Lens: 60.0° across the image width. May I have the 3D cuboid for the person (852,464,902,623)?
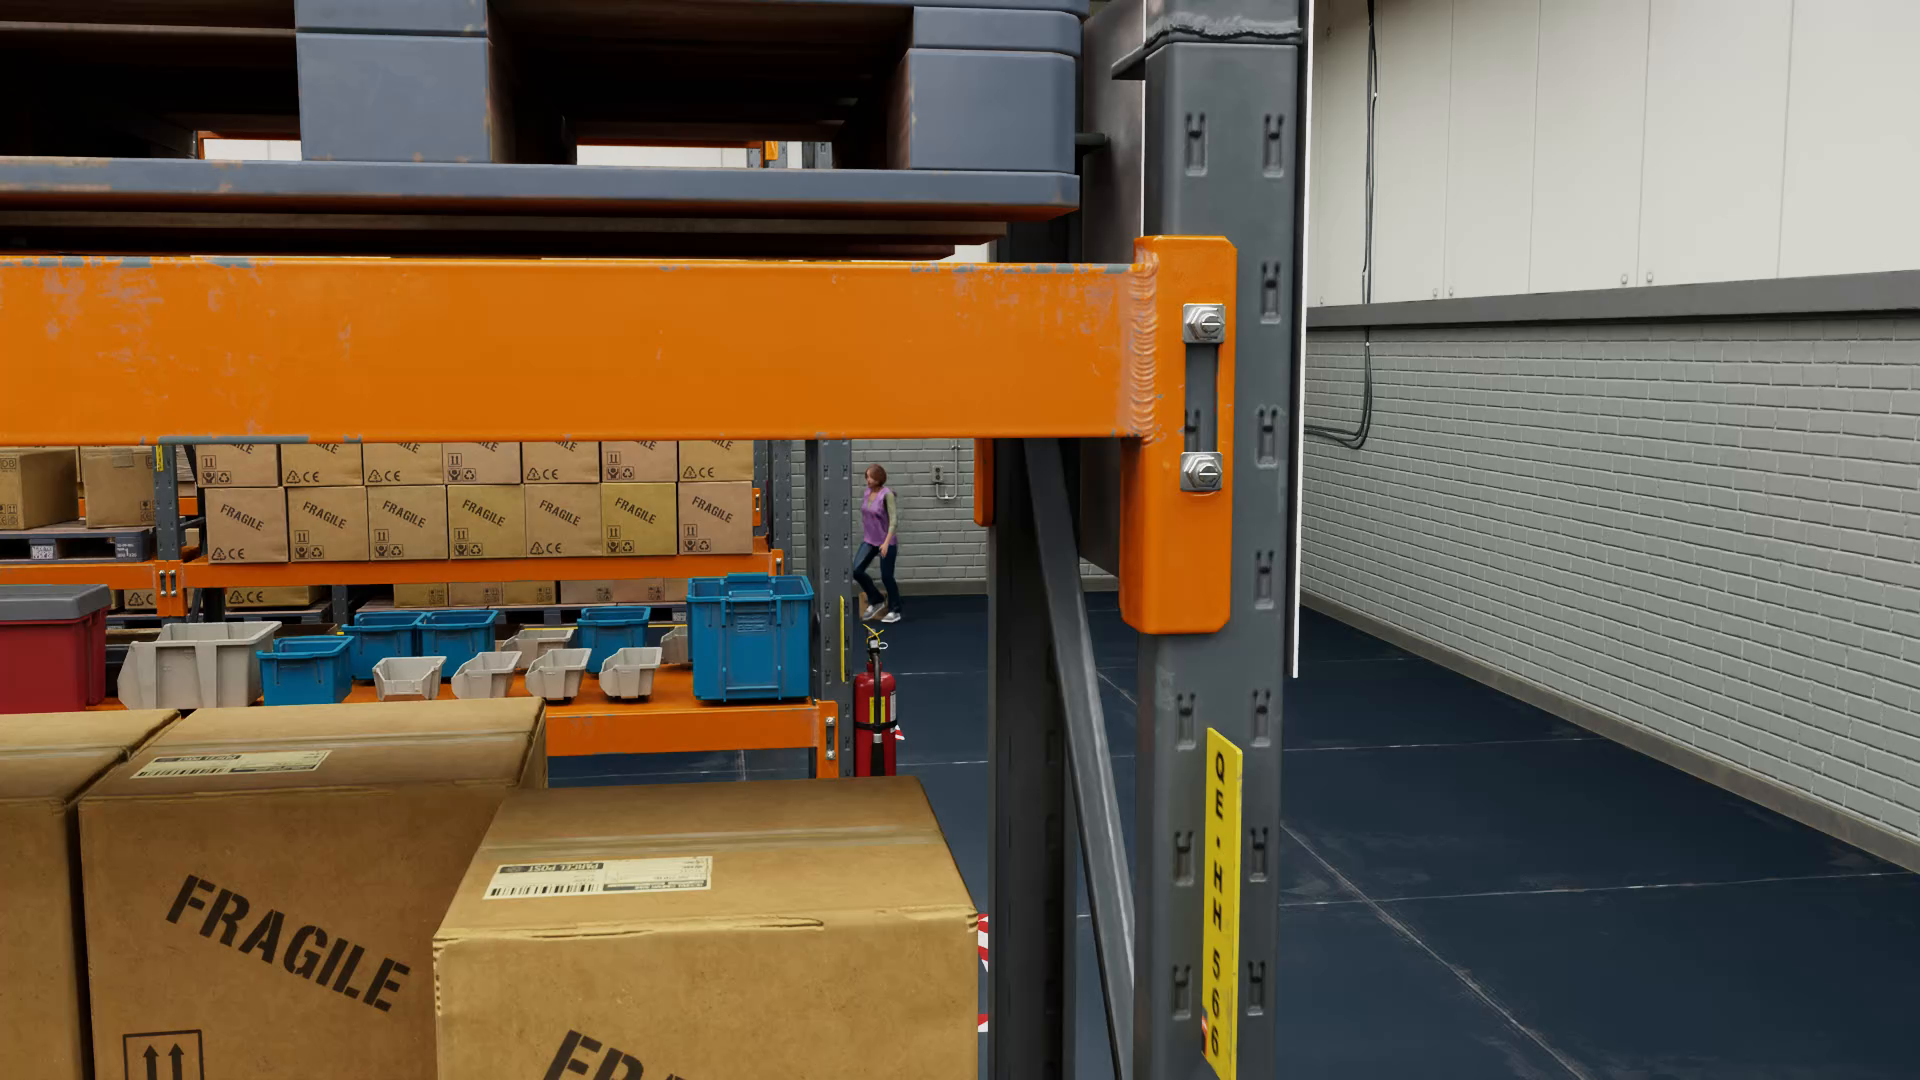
[{"bbox_3d":[-0.772,0.040,16.210,0.540,1.569,0.568,5,8,36],"label":"person"}]
